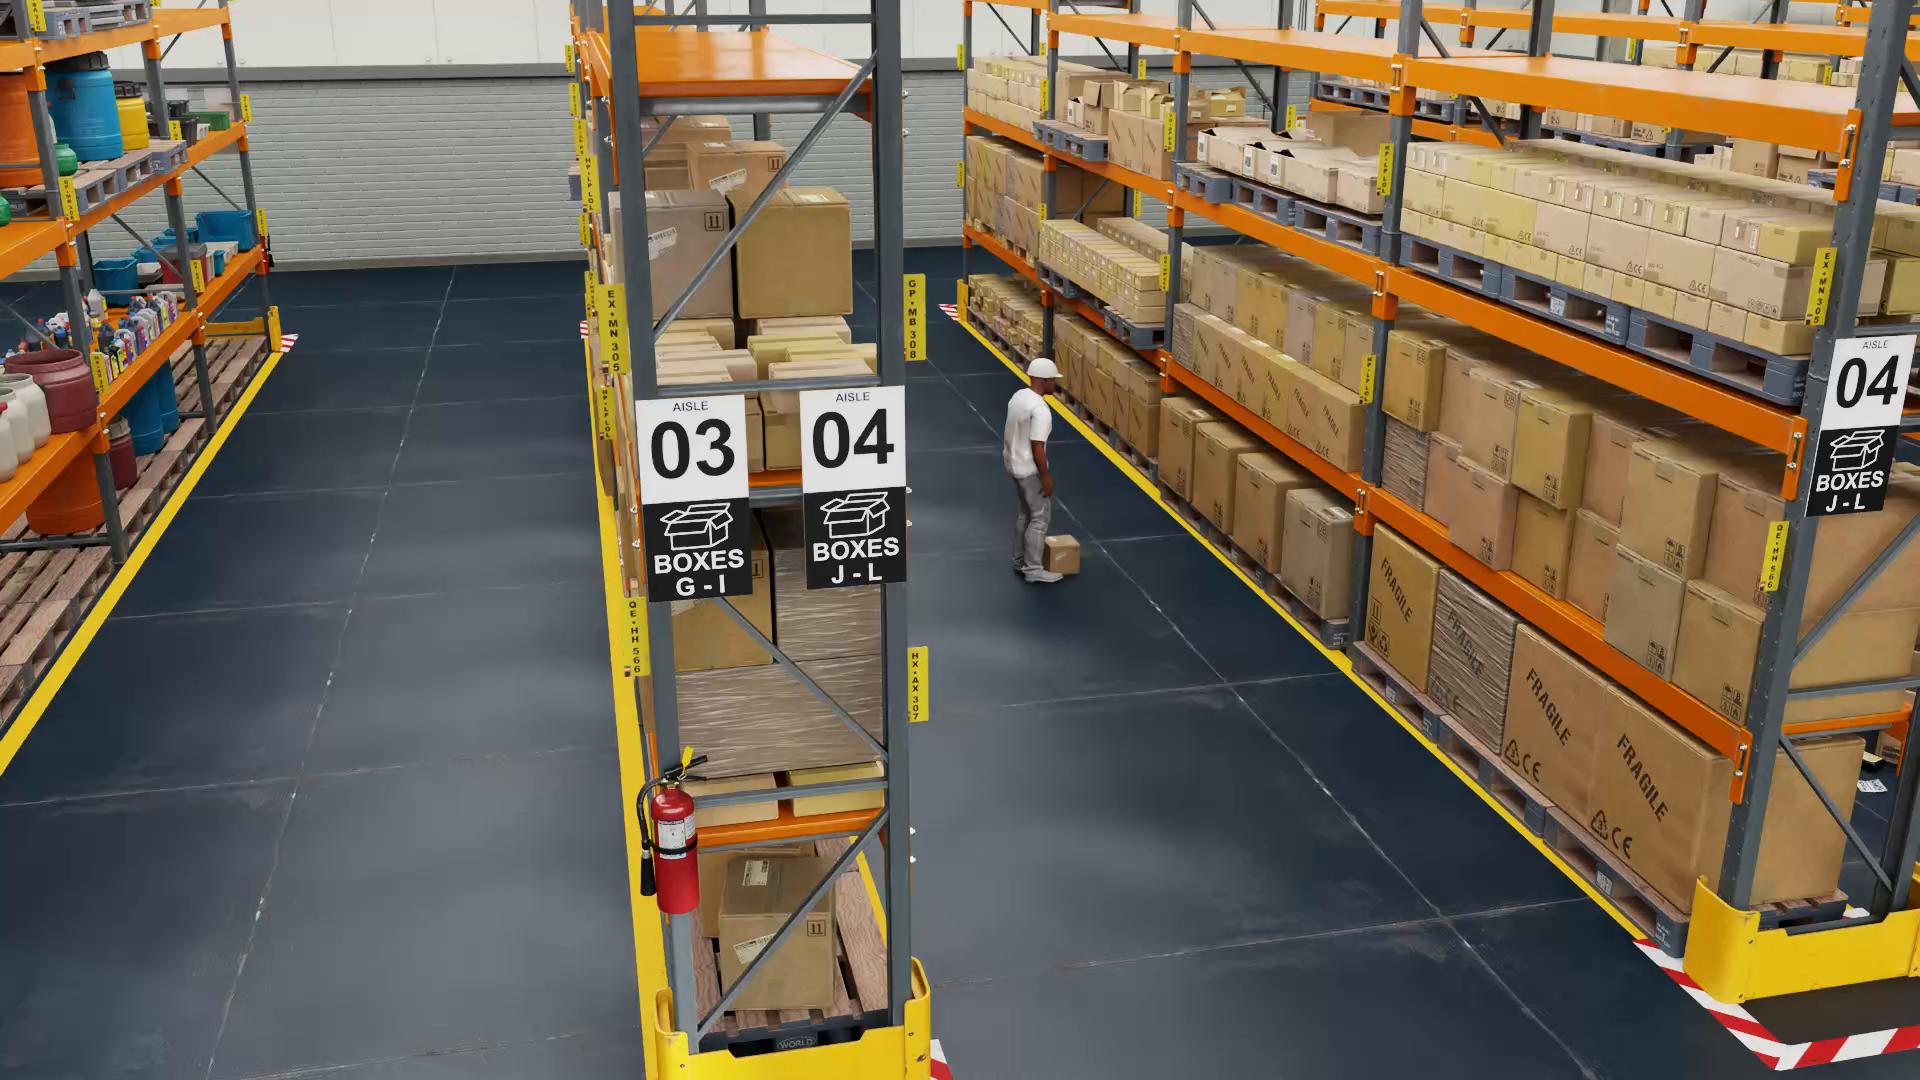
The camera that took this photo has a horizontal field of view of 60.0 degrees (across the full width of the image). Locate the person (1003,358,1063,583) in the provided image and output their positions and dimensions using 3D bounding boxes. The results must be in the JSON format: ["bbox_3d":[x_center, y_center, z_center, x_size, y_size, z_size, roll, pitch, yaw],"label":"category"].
[{"bbox_3d":[0.587,-0.565,13.142,0.459,1.759,0.622,-5,20,-15],"label":"person"}]
